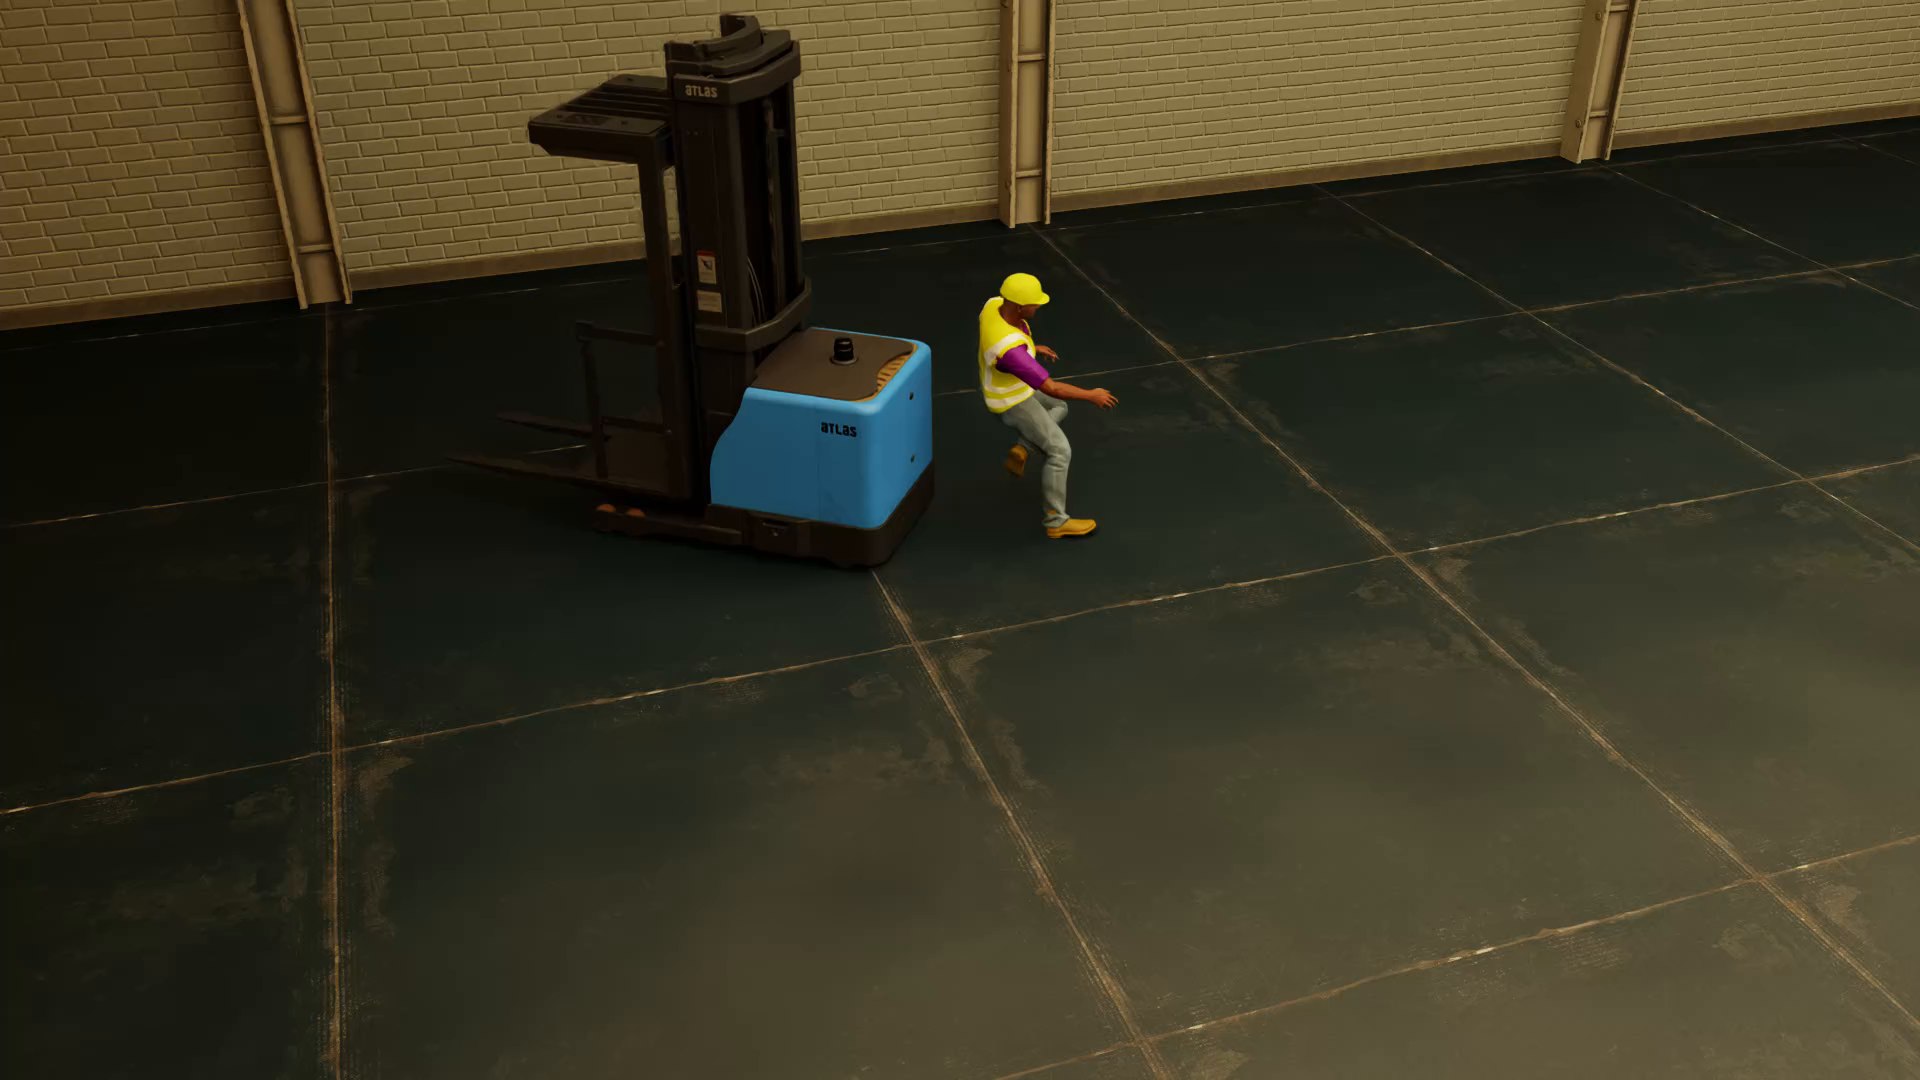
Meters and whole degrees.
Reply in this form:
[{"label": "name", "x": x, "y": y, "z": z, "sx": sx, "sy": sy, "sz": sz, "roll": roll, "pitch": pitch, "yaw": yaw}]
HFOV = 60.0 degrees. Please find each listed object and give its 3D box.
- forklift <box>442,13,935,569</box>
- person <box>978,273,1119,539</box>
[{"label": "forklift", "x": -1.732, "y": -1.530, "z": 9.746, "sx": 3.031, "sy": 2.935, "sz": 1.130, "roll": 9, "pitch": 31, "yaw": 16}, {"label": "person", "x": 0.516, "y": -0.884, "z": 9.986, "sx": 0.794, "sy": 1.586, "sz": 0.825, "roll": -3, "pitch": 30, "yaw": -5}]
